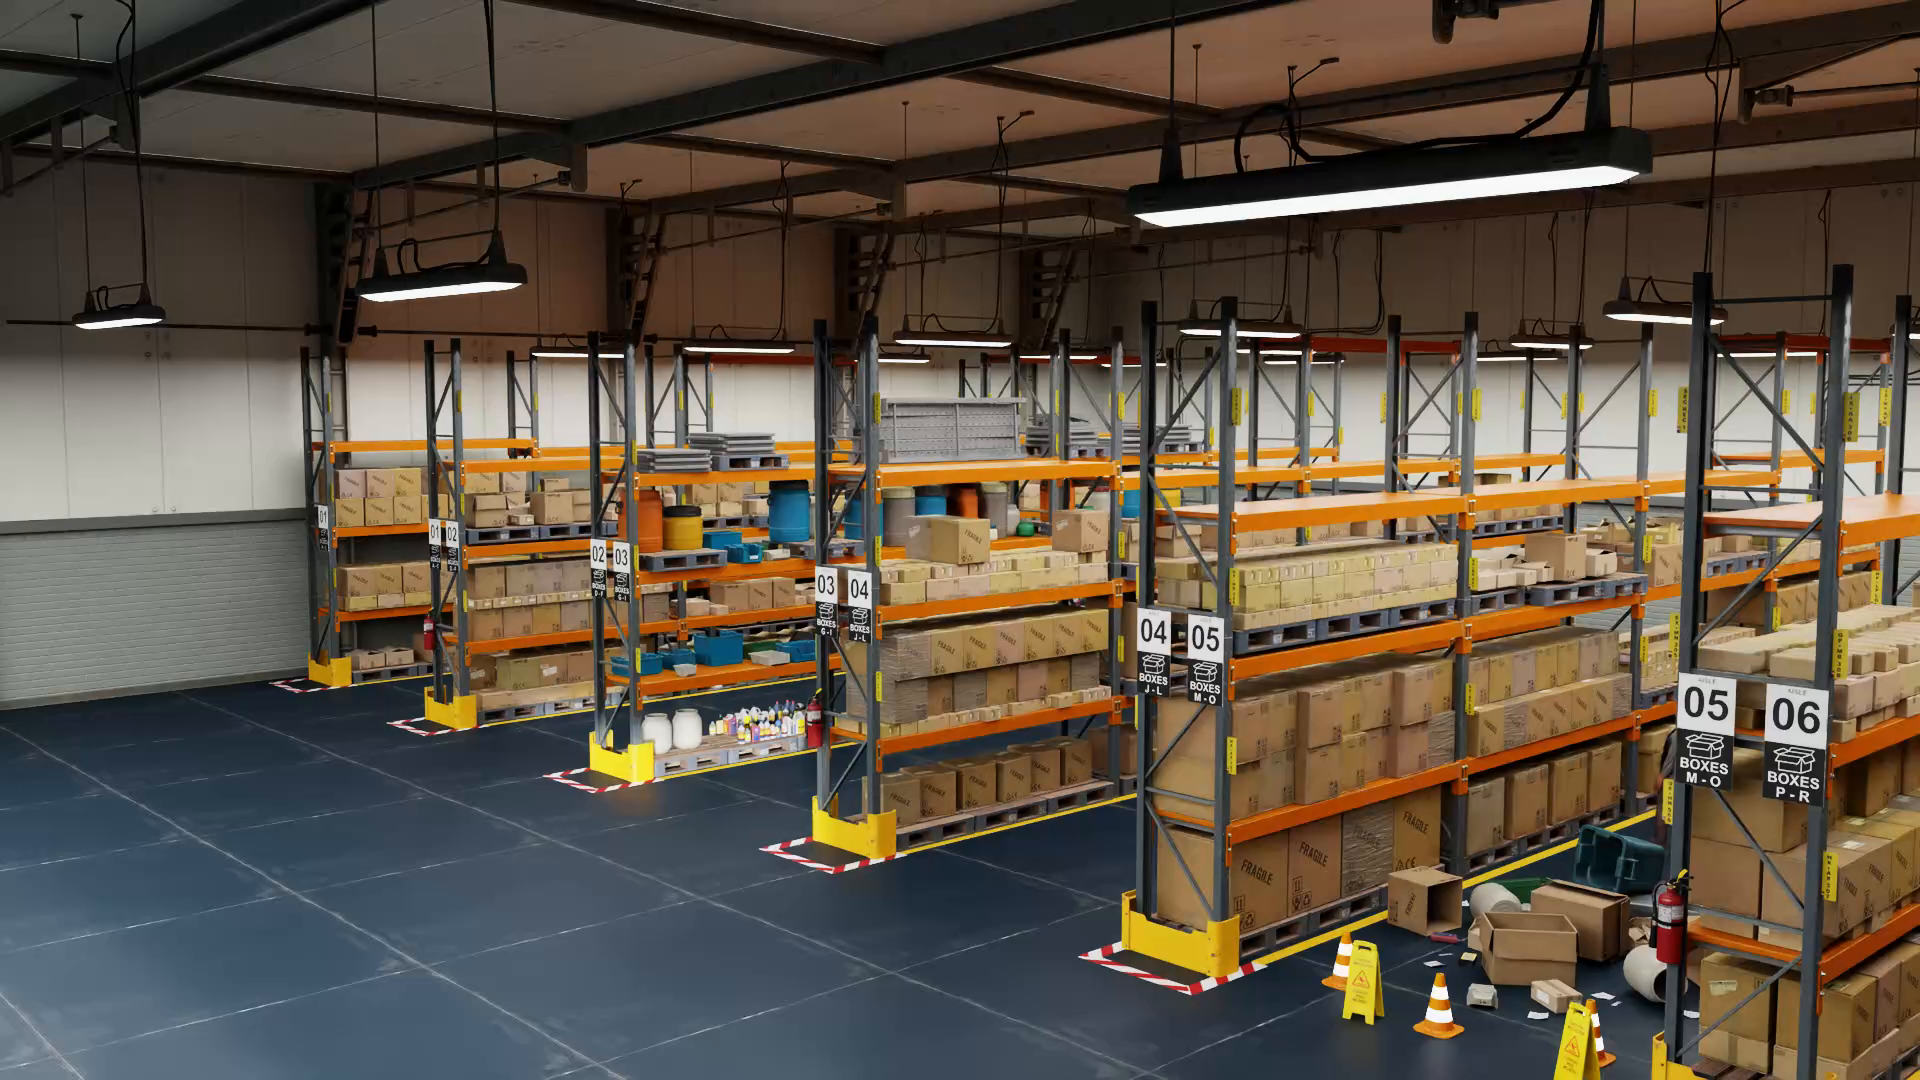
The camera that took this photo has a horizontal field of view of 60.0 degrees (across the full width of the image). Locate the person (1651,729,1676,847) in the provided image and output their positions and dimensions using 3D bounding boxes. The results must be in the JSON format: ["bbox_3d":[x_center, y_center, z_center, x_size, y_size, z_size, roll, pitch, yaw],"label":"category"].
[{"bbox_3d":[8.097,2.678,18.701,0.604,1.724,0.475,-1,5,-9],"label":"person"}]
